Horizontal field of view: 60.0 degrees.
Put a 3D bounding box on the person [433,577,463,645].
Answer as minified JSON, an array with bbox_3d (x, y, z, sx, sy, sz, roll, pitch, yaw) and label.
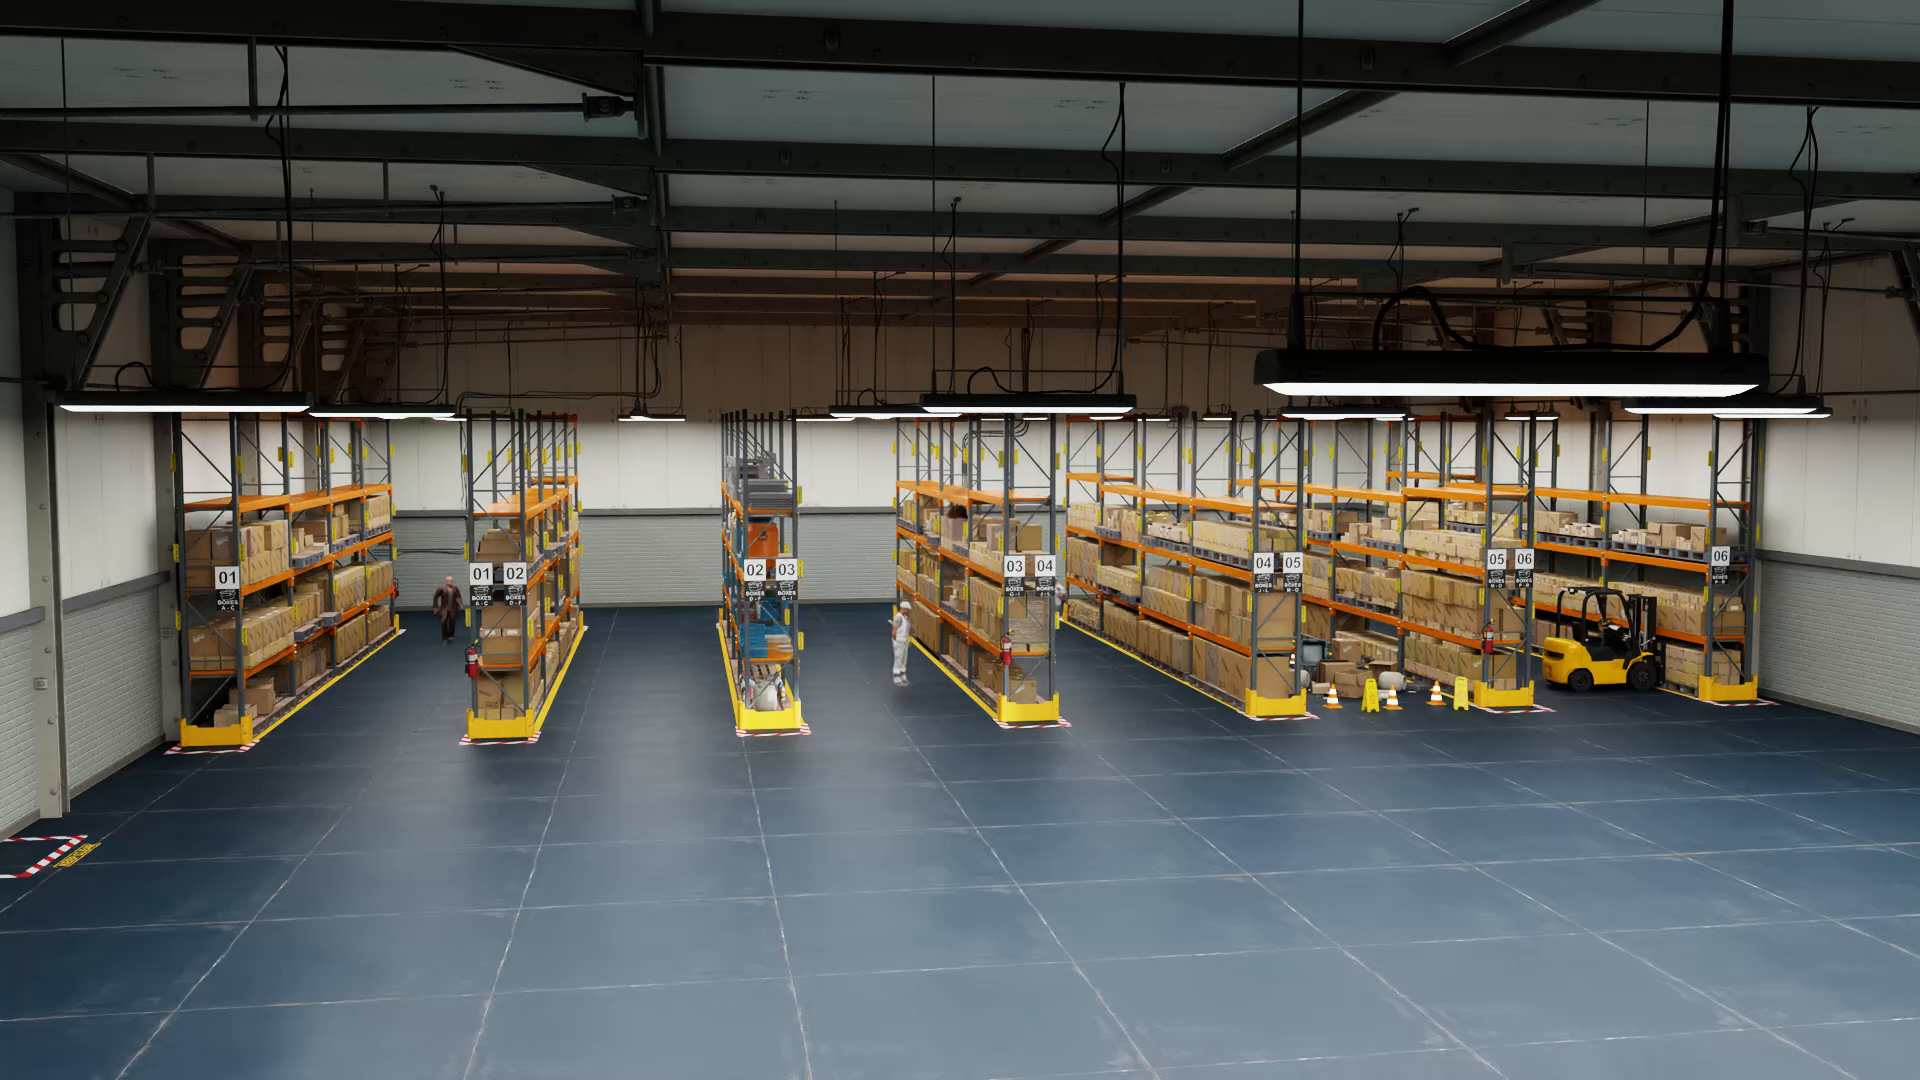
[{"bbox_3d":[-13.384,1.861,43.512,0.768,1.813,0.936,-1,4,-11],"label":"person"}]

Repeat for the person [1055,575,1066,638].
[{"bbox_3d":[2.558,1.746,44.638,0.554,1.650,1.028,-1,4,-8],"label":"person"}]

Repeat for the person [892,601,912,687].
[{"bbox_3d":[-1.224,2.197,35.516,0.429,1.786,0.611,1,4,15],"label":"person"}]
